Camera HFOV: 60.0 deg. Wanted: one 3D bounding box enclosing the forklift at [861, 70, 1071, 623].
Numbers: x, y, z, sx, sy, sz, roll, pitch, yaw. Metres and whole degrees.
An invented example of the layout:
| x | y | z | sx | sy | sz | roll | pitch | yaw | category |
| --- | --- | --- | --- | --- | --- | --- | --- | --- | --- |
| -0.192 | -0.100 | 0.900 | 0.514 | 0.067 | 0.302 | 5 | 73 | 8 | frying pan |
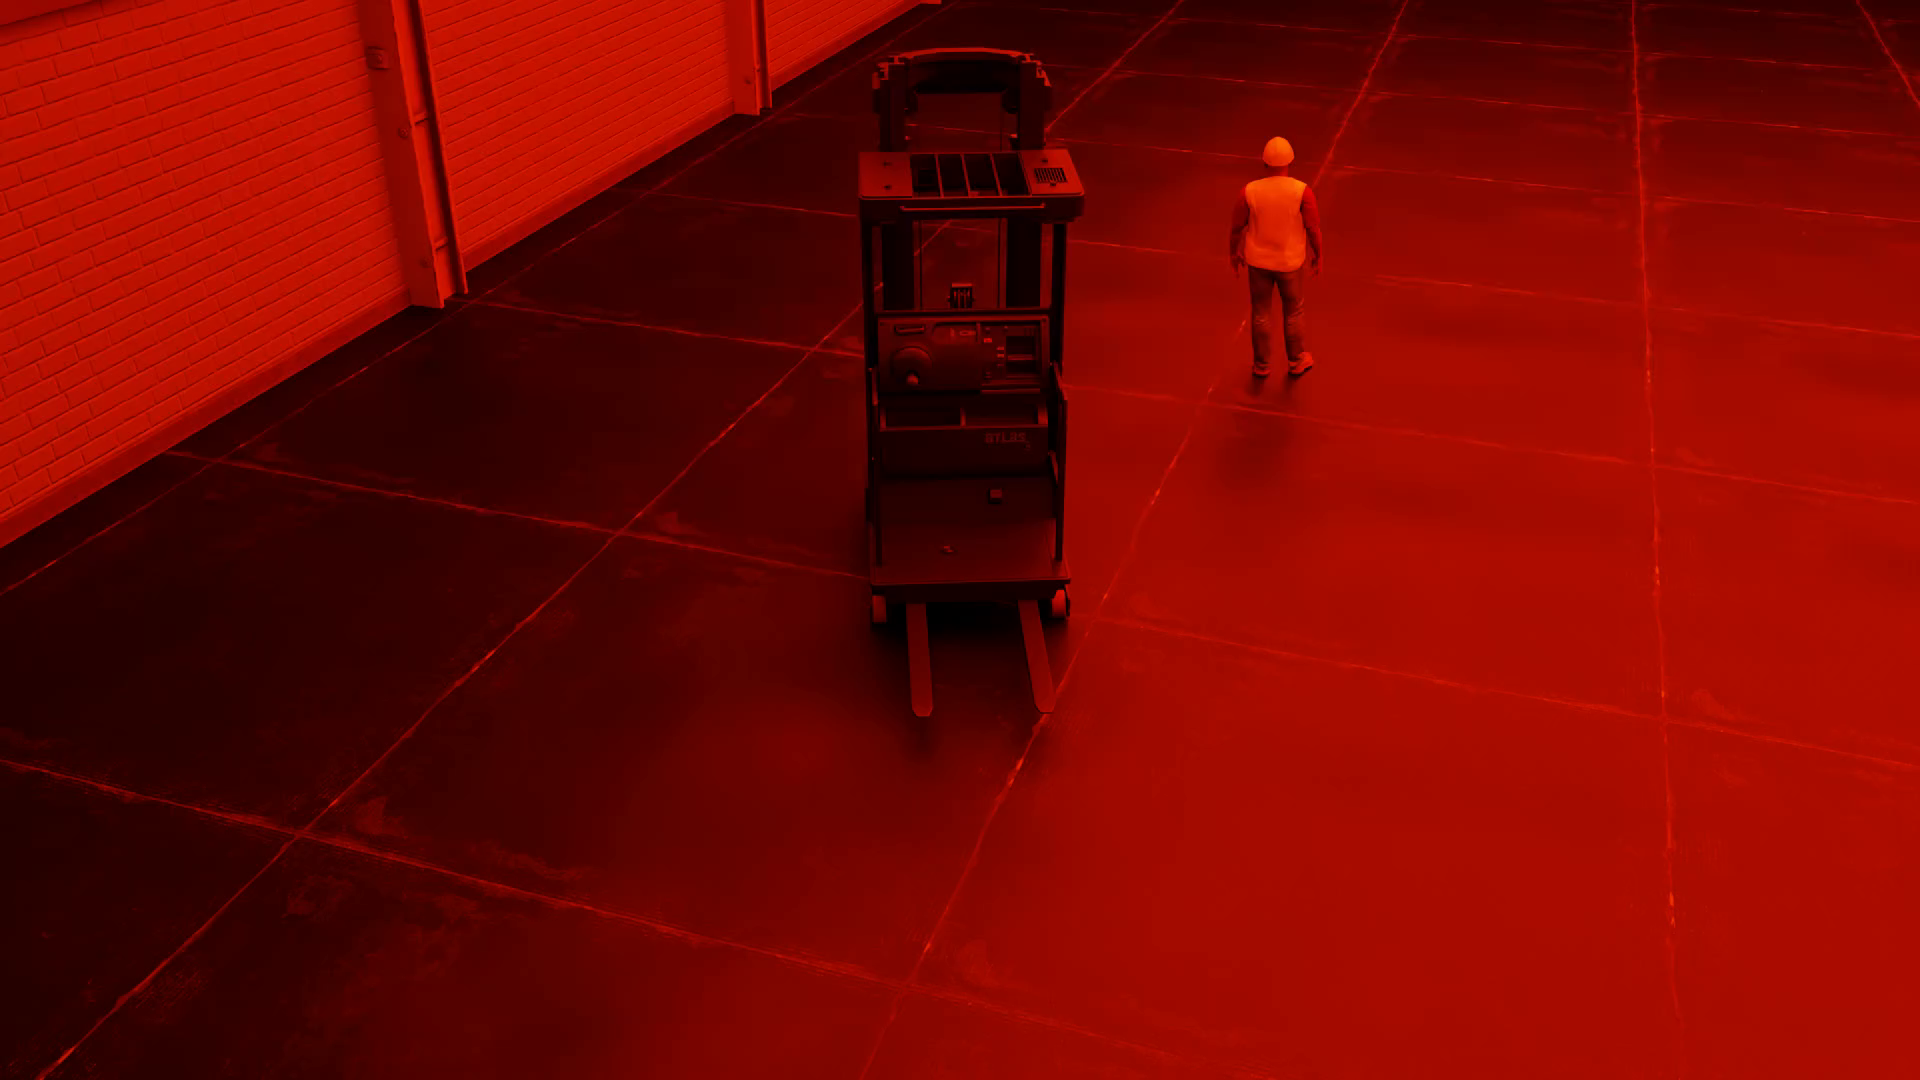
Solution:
| x | y | z | sx | sy | sz | roll | pitch | yaw | category |
| --- | --- | --- | --- | --- | --- | --- | --- | --- | --- |
| 0.004 | -1.204 | 9.338 | 1.129 | 2.843 | 1.939 | -2 | 30 | -3 | forklift |

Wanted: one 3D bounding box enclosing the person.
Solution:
| x | y | z | sx | sy | sz | roll | pitch | yaw | category |
| --- | --- | --- | --- | --- | --- | --- | --- | --- | --- |
| 2.258 | -2.023 | 11.847 | 0.666 | 1.765 | 0.577 | 10 | 31 | 16 | person |
